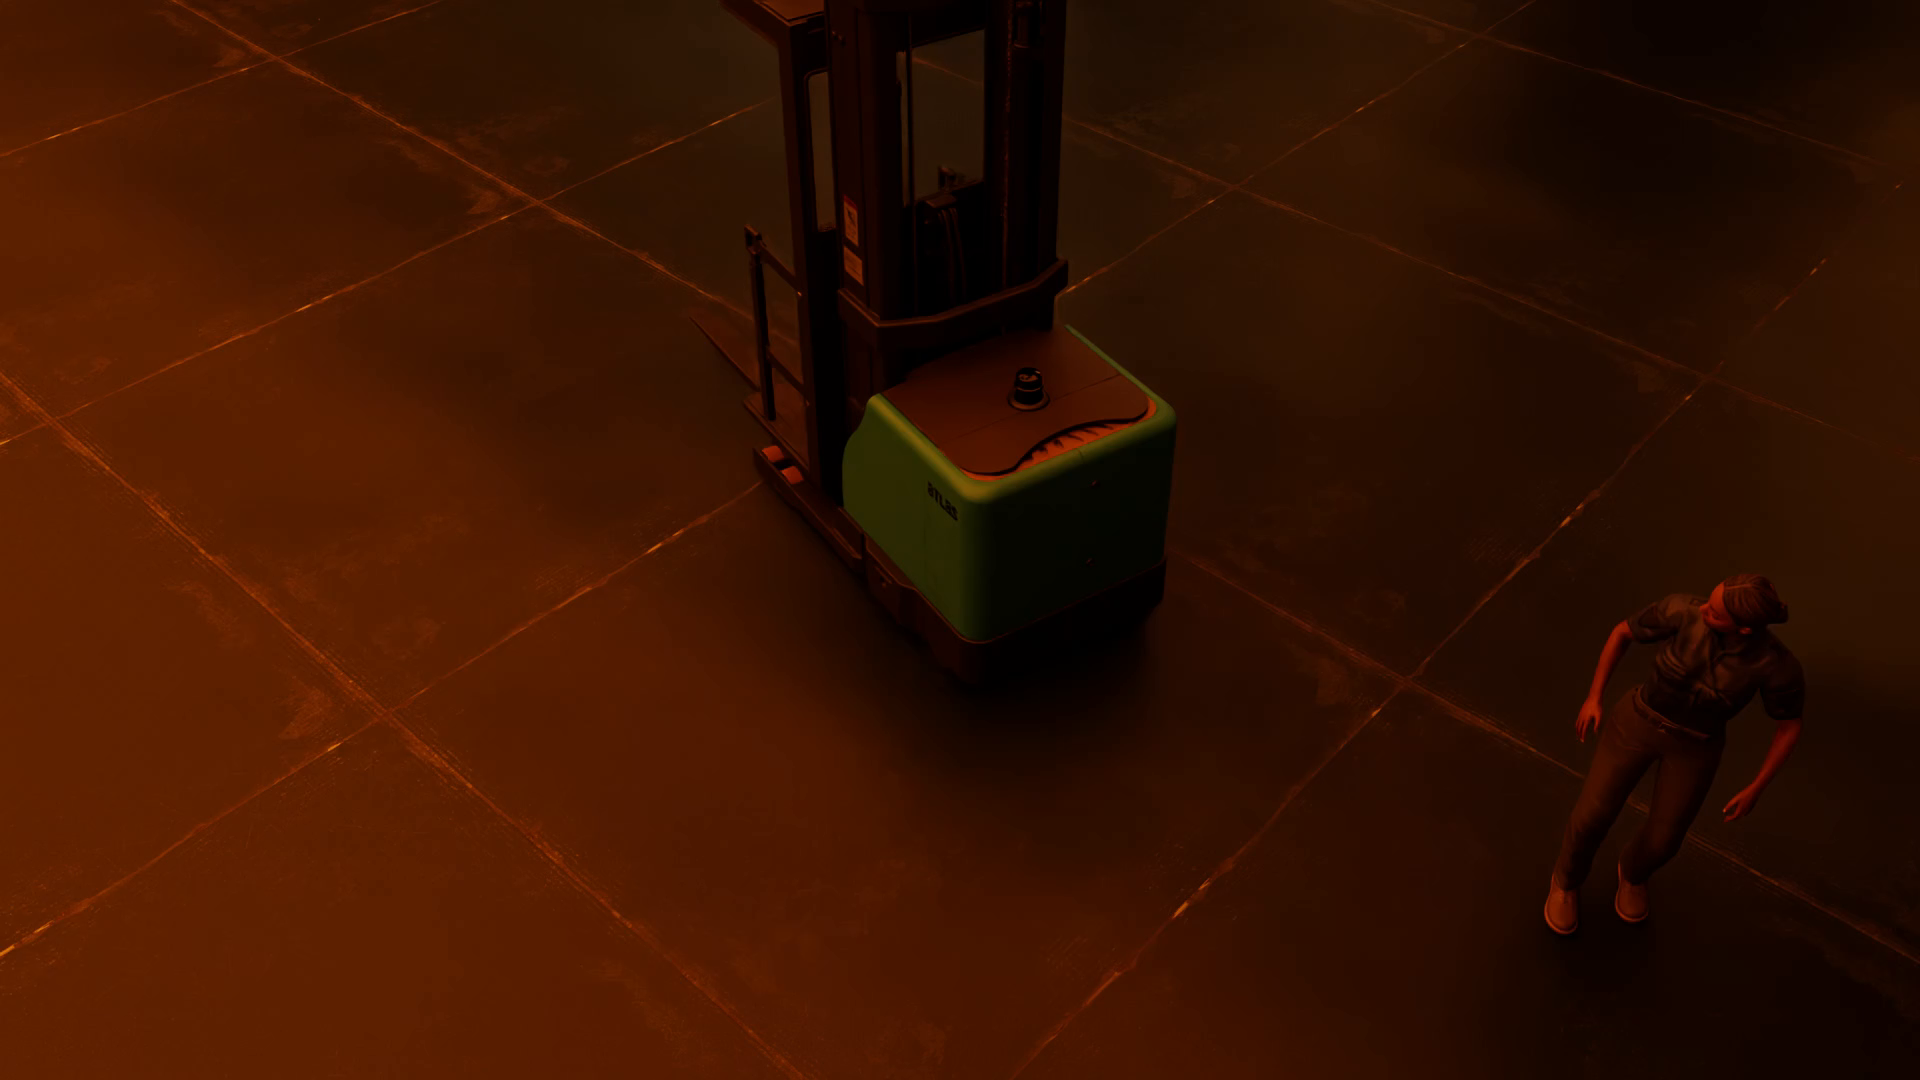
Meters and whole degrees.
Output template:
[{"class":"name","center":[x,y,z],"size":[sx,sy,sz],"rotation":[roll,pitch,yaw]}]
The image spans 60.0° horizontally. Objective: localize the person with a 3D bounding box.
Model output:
[{"class":"person","center":[2.396,0.730,5.582],"size":[0.648,1.634,0.466],"rotation":[20,44,21]}]

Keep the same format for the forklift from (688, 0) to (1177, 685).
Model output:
[{"class":"forklift","center":[-0.333,-1.446,7.113],"size":[1.130,2.935,3.031],"rotation":[-23,46,-24]}]
